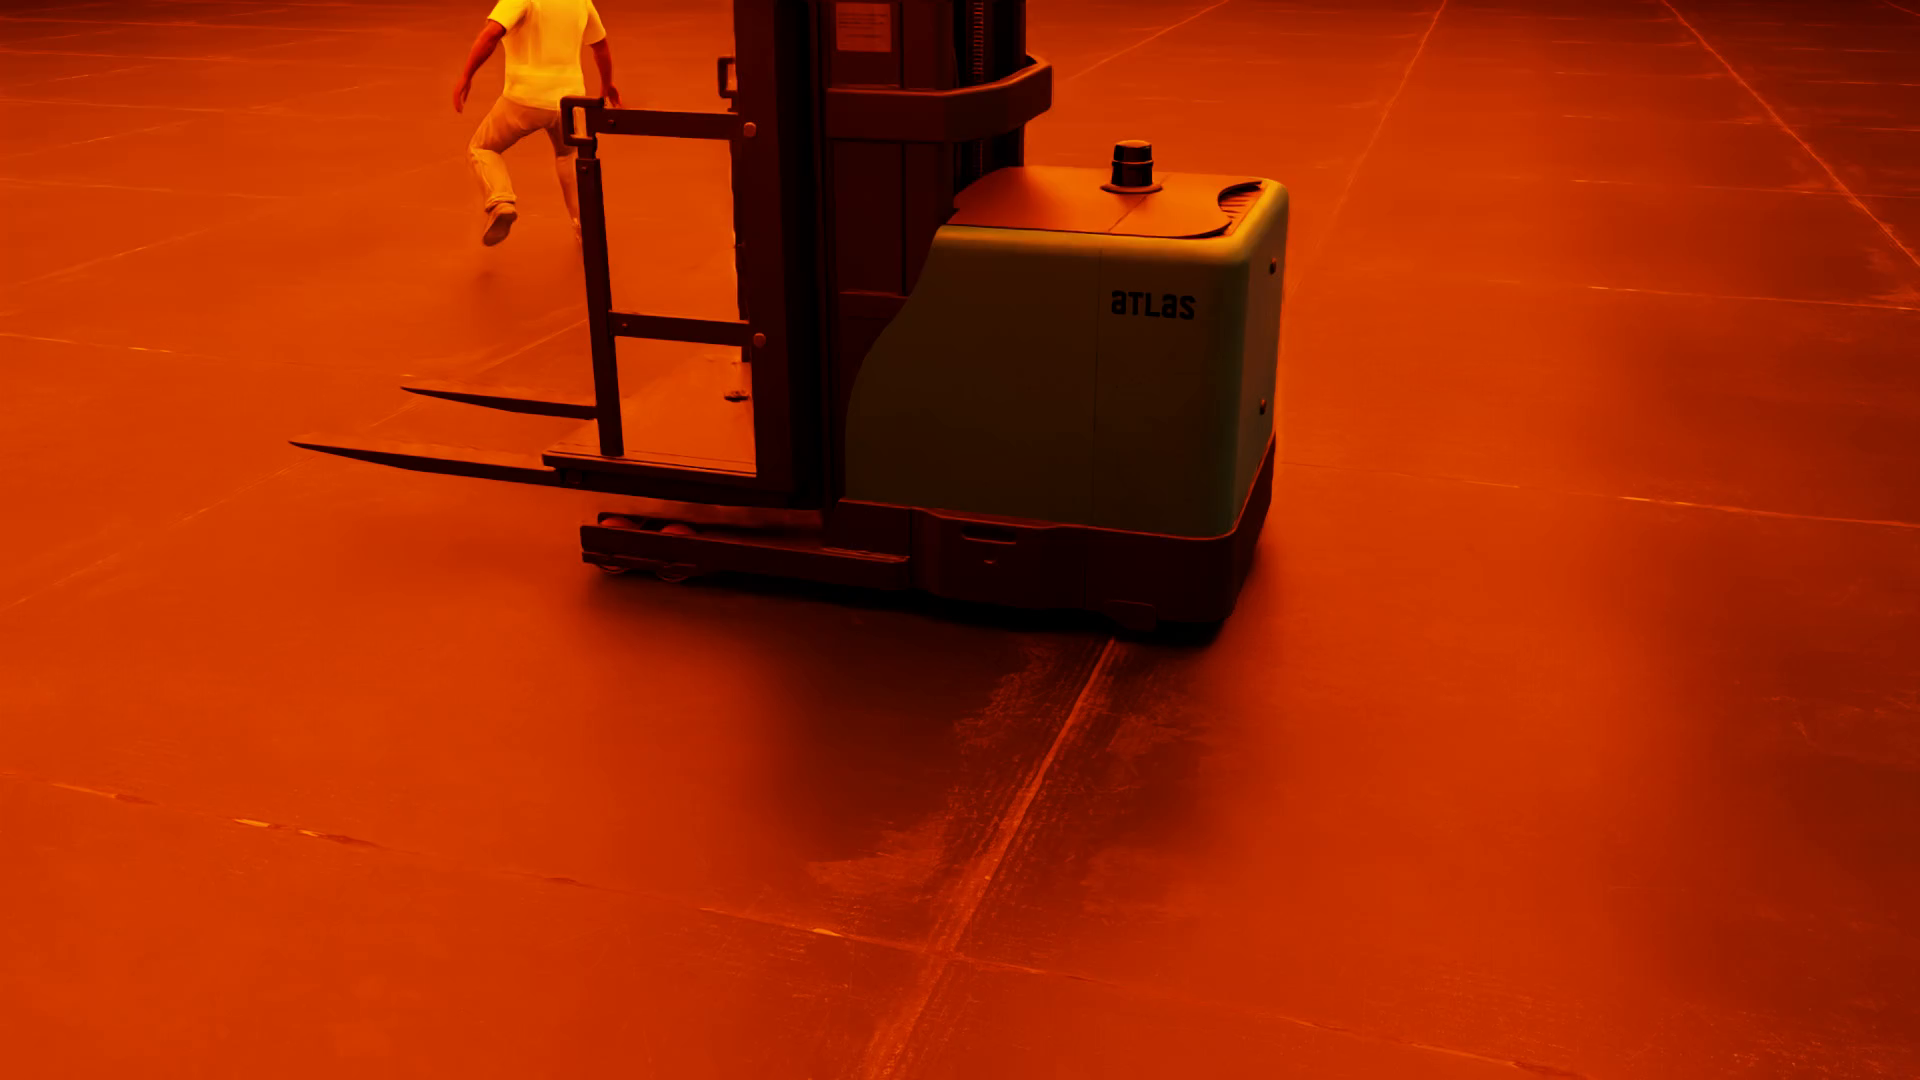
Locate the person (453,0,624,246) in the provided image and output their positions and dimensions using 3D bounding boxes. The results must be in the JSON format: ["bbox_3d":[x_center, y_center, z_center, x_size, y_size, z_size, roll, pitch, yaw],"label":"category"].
[{"bbox_3d":[-2.190,-2.343,8.704,1.085,1.638,0.506,-19,29,-39],"label":"person"}]

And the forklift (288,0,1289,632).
[{"bbox_3d":[-0.599,-1.417,4.713,3.031,2.935,1.130,7,23,16],"label":"forklift"}]
